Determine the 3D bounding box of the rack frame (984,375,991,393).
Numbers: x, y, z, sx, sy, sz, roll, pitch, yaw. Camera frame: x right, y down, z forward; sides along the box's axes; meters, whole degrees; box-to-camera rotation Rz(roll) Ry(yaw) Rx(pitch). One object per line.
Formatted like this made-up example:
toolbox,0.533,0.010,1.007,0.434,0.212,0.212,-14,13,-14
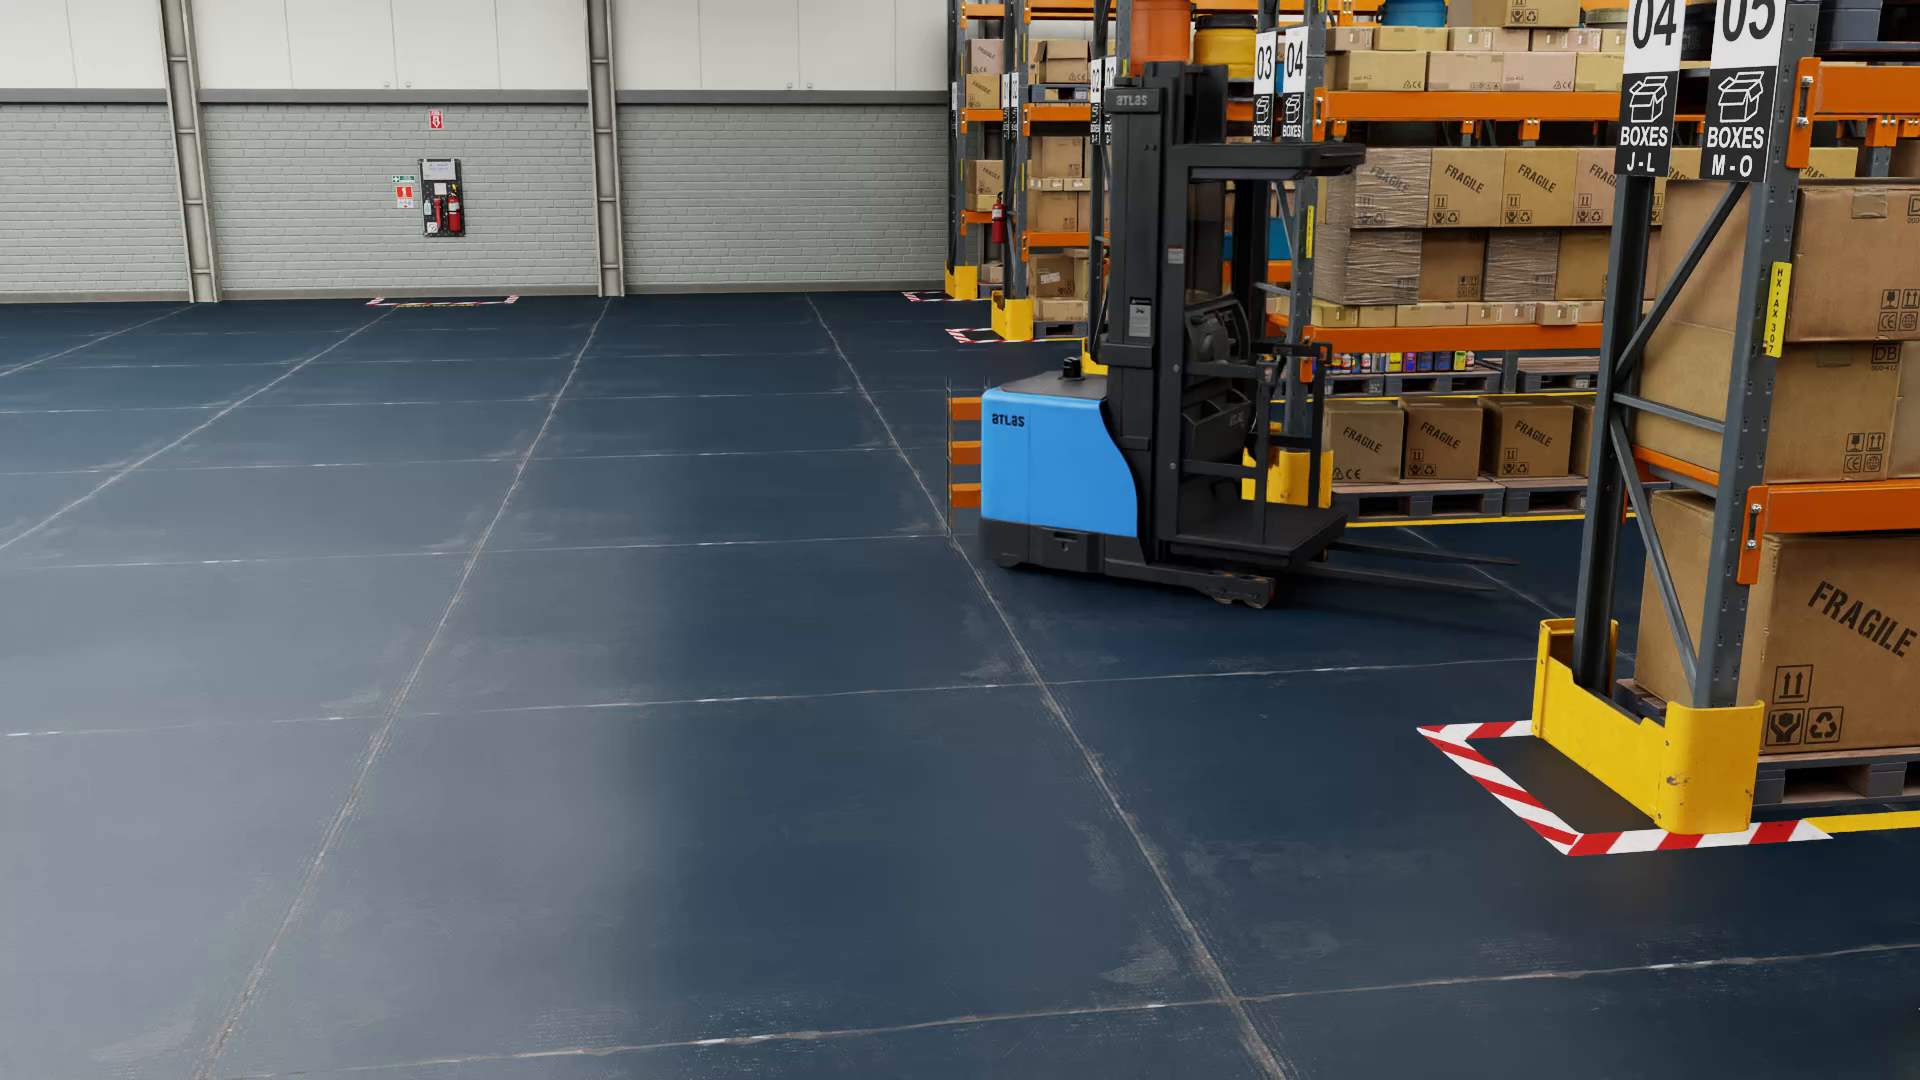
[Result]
rack frame,0.174,-0.516,10.619,0.008,1.050,0.200,-2,14,-8

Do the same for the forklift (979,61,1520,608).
forklift,1.654,-1.191,9.447,3.031,2.935,1.130,8,16,28

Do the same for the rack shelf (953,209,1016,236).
rack shelf,1.919,-4.980,25.893,4.000,0.370,1.077,-2,14,-8

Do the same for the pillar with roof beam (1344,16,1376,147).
pillar with roof beam,7.079,-7.582,22.456,0.400,9.000,9.100,-2,14,-8

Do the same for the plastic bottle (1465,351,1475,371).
plastic bottle,5.060,-1.787,16.528,0.097,0.201,0.097,0,14,0

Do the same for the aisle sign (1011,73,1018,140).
aisle sign,0.664,-5.250,20.147,0.004,0.787,0.394,-2,14,-8

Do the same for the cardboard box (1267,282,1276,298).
cardboard box,3.716,-3.359,21.199,0.500,0.500,0.500,-2,14,-8

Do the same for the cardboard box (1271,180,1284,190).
cardboard box,3.898,-4.494,20.934,0.250,0.149,0.380,-3,14,-10

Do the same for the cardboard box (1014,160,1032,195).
cardboard box,0.948,-5.518,25.284,0.500,0.500,0.500,-2,14,-8

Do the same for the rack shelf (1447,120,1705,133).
rack shelf,9.830,-6.725,26.685,4.000,0.370,1.077,-2,14,-8

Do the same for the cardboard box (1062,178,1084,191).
cardboard box,1.364,-4.401,20.566,0.250,0.149,0.380,-2,14,-10

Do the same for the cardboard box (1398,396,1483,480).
cardboard box,3.361,-0.722,11.711,0.500,0.500,0.500,2,14,6

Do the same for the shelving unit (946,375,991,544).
shelving unit,0.053,-0.511,10.602,0.252,1.050,0.215,-2,14,-8

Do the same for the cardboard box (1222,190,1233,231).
cardboard box,3.183,-4.203,21.111,0.500,0.500,0.700,-2,14,-7

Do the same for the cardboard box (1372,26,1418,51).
cardboard box,2.733,-3.199,10.632,0.250,0.149,0.380,-2,14,-7

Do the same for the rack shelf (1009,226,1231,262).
rack shelf,2.661,-3.789,21.143,4.000,0.370,1.077,-2,14,-8

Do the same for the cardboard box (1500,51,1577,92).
cardboard box,3.669,-3.057,10.887,0.500,0.250,0.500,-2,14,-9

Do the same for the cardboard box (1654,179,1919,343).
cardboard box,3.167,-1.086,6.359,0.550,0.550,0.875,-2,14,-8

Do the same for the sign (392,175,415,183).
sign,-8.434,-5.470,25.203,0.331,0.109,0.001,-2,14,-8

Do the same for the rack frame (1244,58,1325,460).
rack frame,2.155,-1.682,11.264,0.127,3.000,1.000,-2,14,-8

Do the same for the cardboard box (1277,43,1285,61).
cardboard box,4.101,-6.031,21.079,0.500,0.500,0.500,-1,14,-4

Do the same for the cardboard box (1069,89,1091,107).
cardboard box,1.885,-6.777,25.166,0.500,0.500,0.500,-1,14,-5

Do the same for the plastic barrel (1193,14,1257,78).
plastic barrel,2.526,-4.696,15.862,0.600,0.588,0.600,0,14,0

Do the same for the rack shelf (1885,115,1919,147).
rack shelf,8.088,-3.006,11.854,4.000,0.370,1.077,-2,14,-8

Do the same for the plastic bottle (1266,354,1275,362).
plastic bottle,3.168,-1.902,16.987,0.097,0.201,0.097,0,14,0

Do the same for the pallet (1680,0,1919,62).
pallet,3.526,-1.927,6.255,1.213,0.211,1.003,-2,14,-8

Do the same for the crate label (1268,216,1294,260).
crate label,3.197,-3.023,16.536,0.616,0.435,0.502,-2,14,-8

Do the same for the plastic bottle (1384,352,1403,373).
plastic bottle,4.270,-1.836,16.418,0.185,0.351,0.144,-2,14,-9

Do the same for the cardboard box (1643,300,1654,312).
cardboard box,4.698,-1.594,11.427,0.250,0.149,0.380,-2,14,-8

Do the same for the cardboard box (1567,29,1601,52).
cardboard box,3.993,-3.272,10.923,0.250,0.149,0.380,-2,14,-9

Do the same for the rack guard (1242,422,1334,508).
rack guard,2.230,-0.473,11.579,0.348,0.500,1.175,-2,14,-8

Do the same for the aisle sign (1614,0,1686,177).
aisle sign,2.679,-1.816,6.453,0.004,0.787,0.394,-2,14,-8

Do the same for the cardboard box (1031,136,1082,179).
cardboard box,1.199,-4.759,20.659,0.500,0.500,0.700,-2,14,-8

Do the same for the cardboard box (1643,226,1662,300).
cardboard box,4.677,-1.967,11.581,0.500,0.500,0.875,-2,14,-8

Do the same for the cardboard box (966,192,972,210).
cardboard box,0.375,-5.257,25.786,0.500,0.250,0.500,-2,14,-7

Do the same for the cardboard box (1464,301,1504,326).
cardboard box,3.464,-1.545,11.232,0.250,0.149,0.380,-2,14,-8

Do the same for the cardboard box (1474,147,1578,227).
cardboard box,3.729,-2.349,11.051,0.500,0.500,0.500,-2,14,-8

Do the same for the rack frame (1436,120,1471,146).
rack frame,7.852,-5.547,26.673,0.127,3.000,1.000,-2,14,-8

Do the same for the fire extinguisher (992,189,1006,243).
fire extinguisher,0.497,-4.135,21.204,0.183,0.674,0.296,-2,14,-8

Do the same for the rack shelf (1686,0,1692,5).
rack shelf,10.571,-6.795,21.618,4.000,0.370,1.077,-2,14,-8

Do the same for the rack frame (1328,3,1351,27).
rack frame,4.638,-7.120,20.614,0.127,3.000,1.000,-2,14,-8

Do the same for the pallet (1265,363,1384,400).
pallet,3.493,-1.607,16.695,1.213,0.211,1.003,-2,14,-8

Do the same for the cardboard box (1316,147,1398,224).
cardboard box,2.662,-2.440,11.411,0.500,0.500,0.500,-2,14,-8

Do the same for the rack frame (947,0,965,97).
rack frame,-0.059,-8.167,24.787,0.127,3.000,1.000,-2,14,-8

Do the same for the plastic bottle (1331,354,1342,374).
plastic bottle,3.694,-1.771,16.320,0.097,0.271,0.097,0,14,0

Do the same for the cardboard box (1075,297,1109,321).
cardboard box,1.740,-2.920,20.990,0.500,0.250,0.500,-2,14,-8

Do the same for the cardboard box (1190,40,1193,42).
cardboard box,3.442,-7.317,25.261,0.500,0.500,0.500,-3,14,-13

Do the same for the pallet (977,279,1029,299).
pallet,0.825,-3.928,25.951,1.213,0.211,1.003,-2,14,-8
